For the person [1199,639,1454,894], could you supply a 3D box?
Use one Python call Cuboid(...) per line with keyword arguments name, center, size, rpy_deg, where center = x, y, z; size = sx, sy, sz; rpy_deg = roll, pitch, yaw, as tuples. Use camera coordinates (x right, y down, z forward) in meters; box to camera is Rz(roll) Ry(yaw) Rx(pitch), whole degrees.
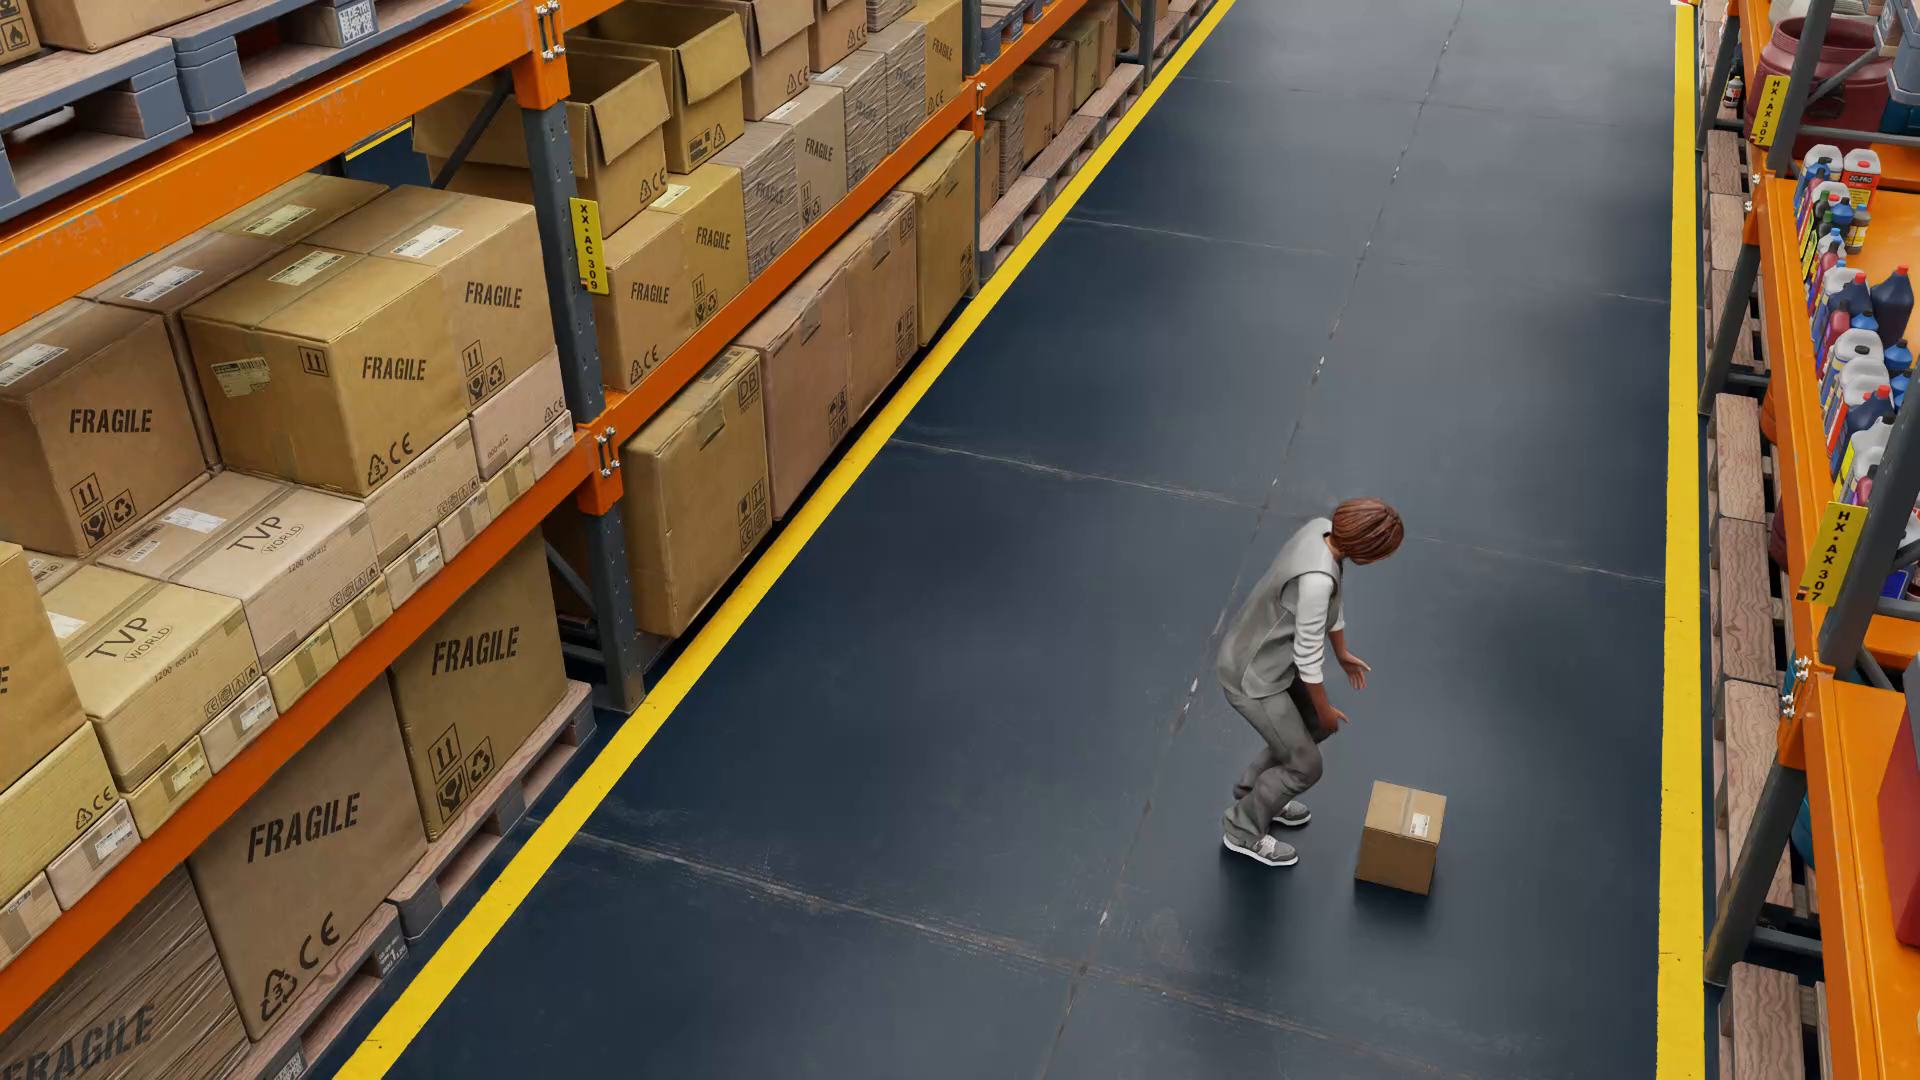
Cuboid(name="person", center=(1.242, 0.748, 5.749), size=(0.861, 0.815, 0.432), rpy_deg=(10, 35, 14))
